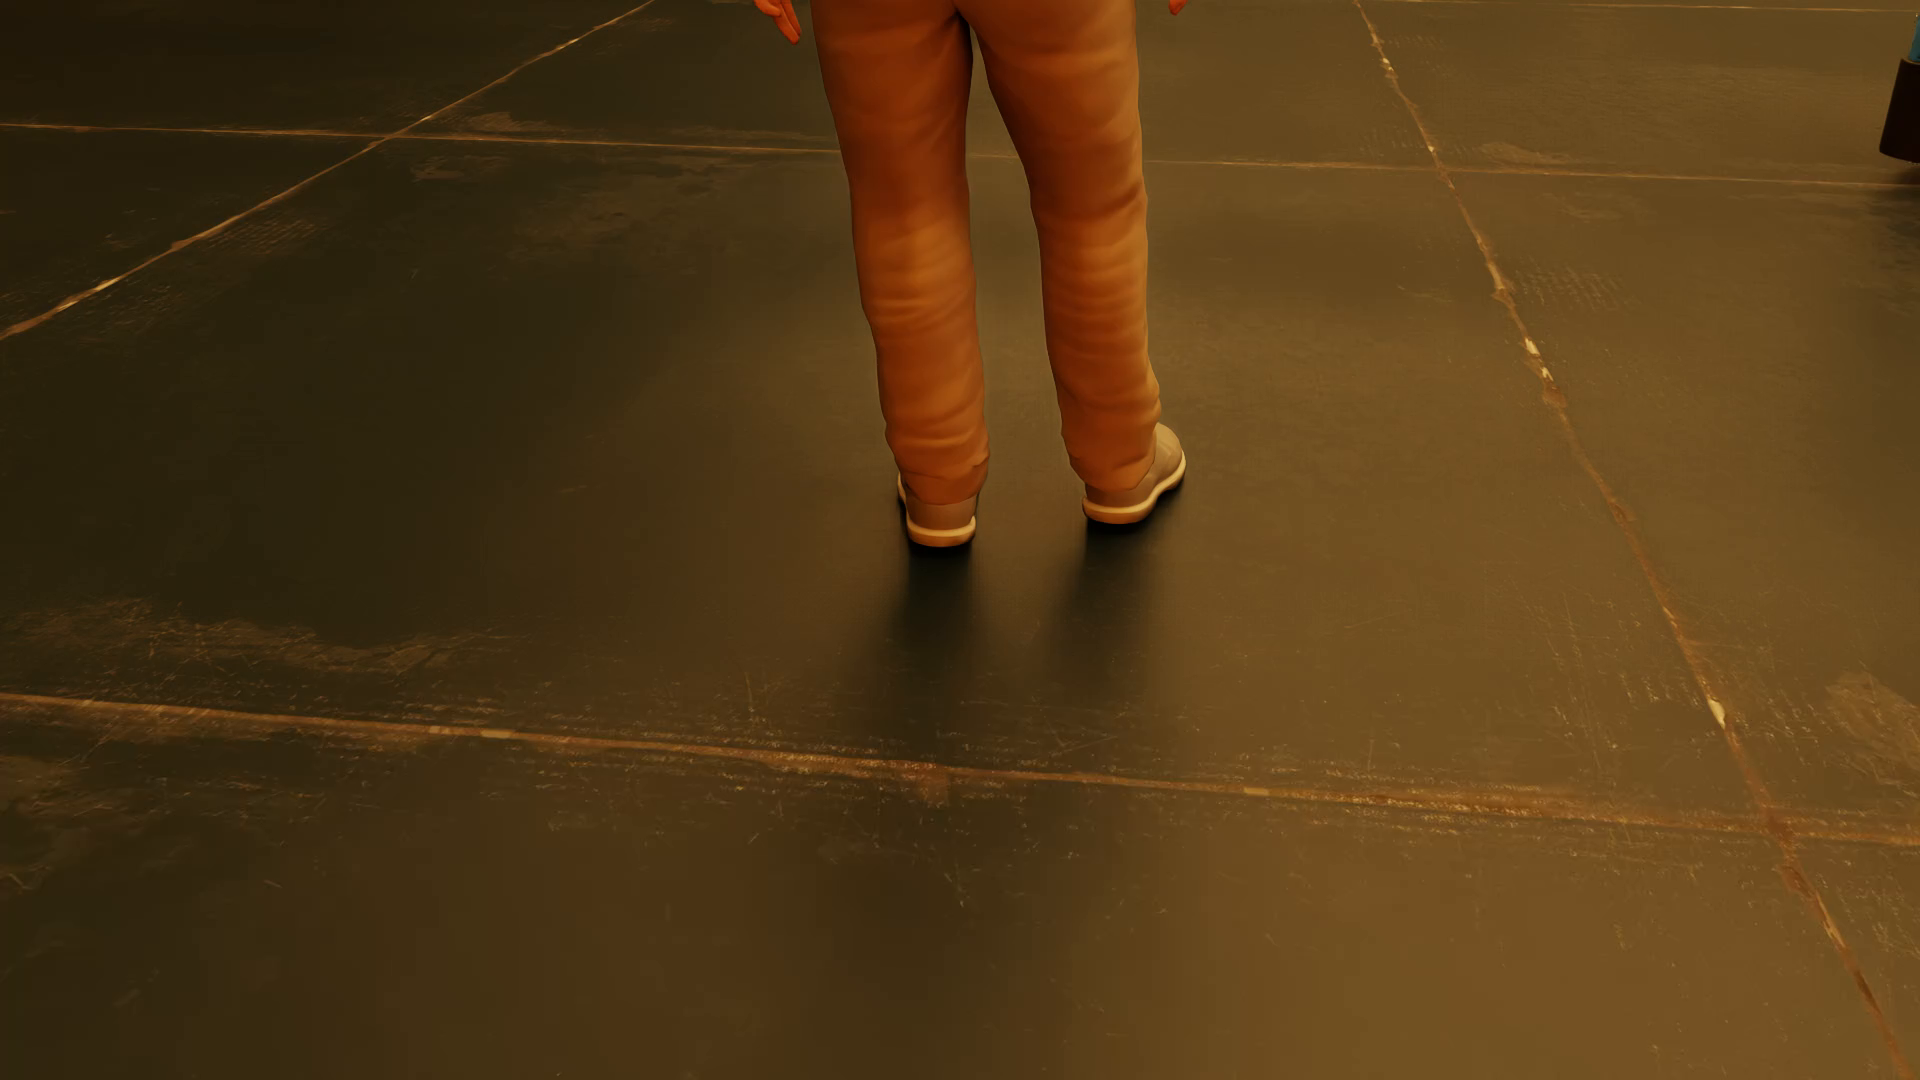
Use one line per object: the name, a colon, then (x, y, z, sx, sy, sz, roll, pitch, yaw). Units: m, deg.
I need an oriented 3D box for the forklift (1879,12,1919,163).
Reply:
forklift: (3.942, -2.447, 4.122, 3.031, 2.935, 1.130, -16, 31, -29)

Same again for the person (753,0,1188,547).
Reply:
person: (0.024, -0.819, 2.189, 0.640, 1.727, 0.551, 3, 27, 7)
